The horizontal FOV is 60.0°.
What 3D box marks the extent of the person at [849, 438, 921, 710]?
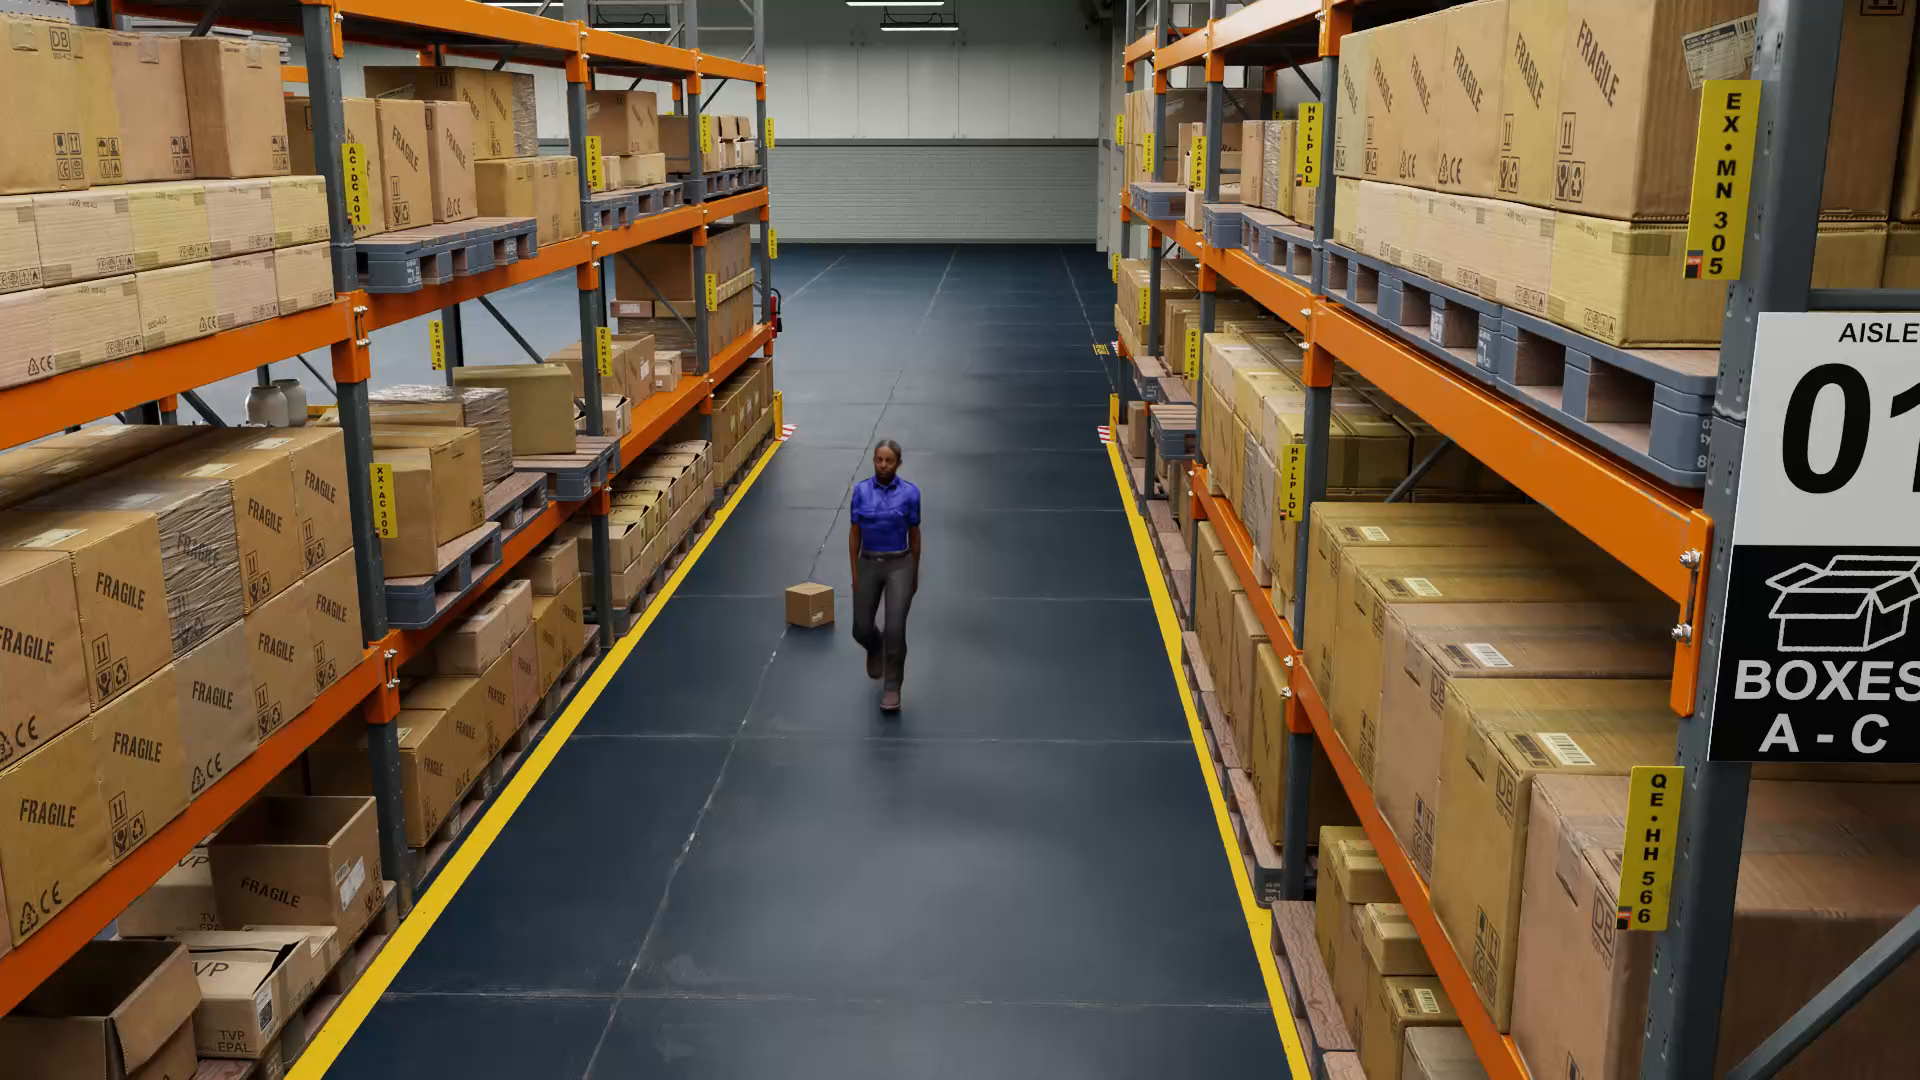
[{"bbox_3d":[-0.456,0.176,10.236,0.441,1.633,0.640,2,14,6],"label":"person"}]
